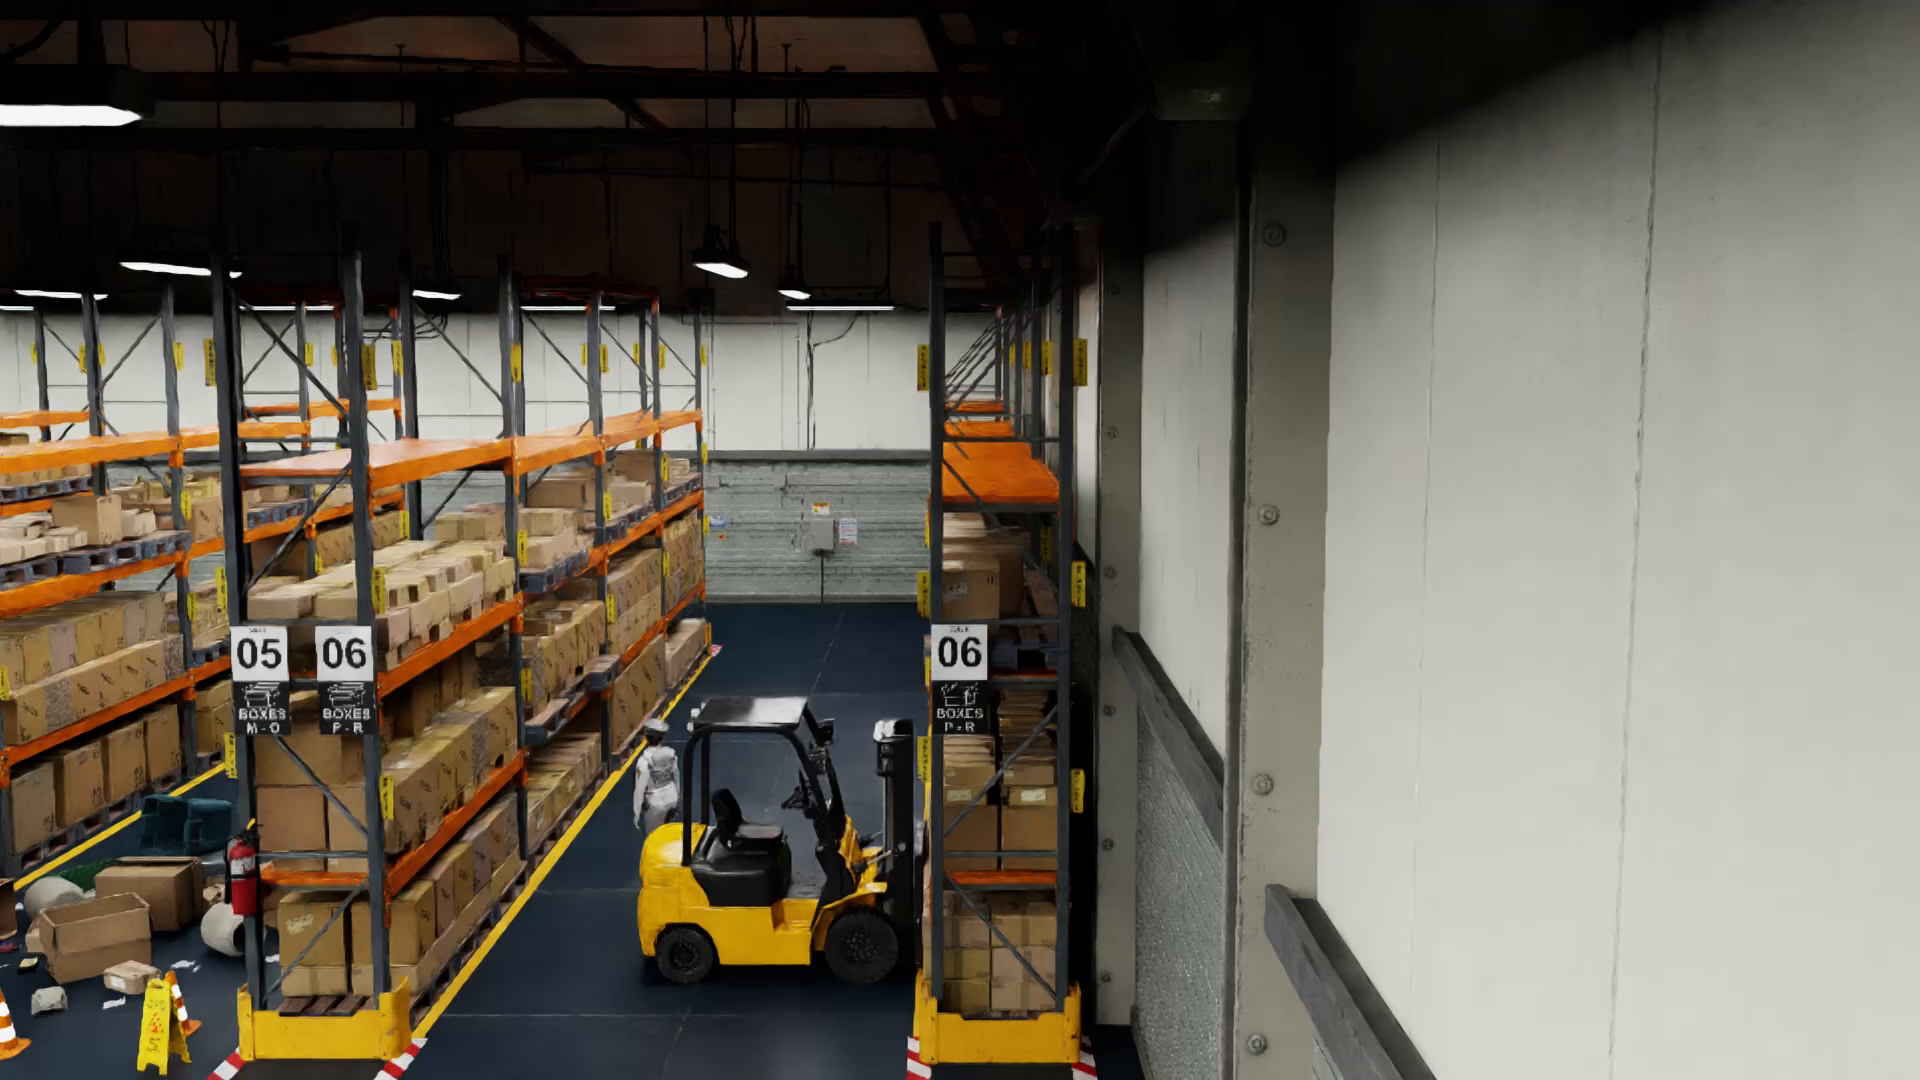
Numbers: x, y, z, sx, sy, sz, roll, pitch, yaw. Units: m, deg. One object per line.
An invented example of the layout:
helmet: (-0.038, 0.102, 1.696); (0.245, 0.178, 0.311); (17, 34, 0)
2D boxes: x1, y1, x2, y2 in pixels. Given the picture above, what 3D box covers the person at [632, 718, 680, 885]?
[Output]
person: (-2.855, 2.510, 15.600); (0.543, 1.667, 0.572); (4, 8, 31)
